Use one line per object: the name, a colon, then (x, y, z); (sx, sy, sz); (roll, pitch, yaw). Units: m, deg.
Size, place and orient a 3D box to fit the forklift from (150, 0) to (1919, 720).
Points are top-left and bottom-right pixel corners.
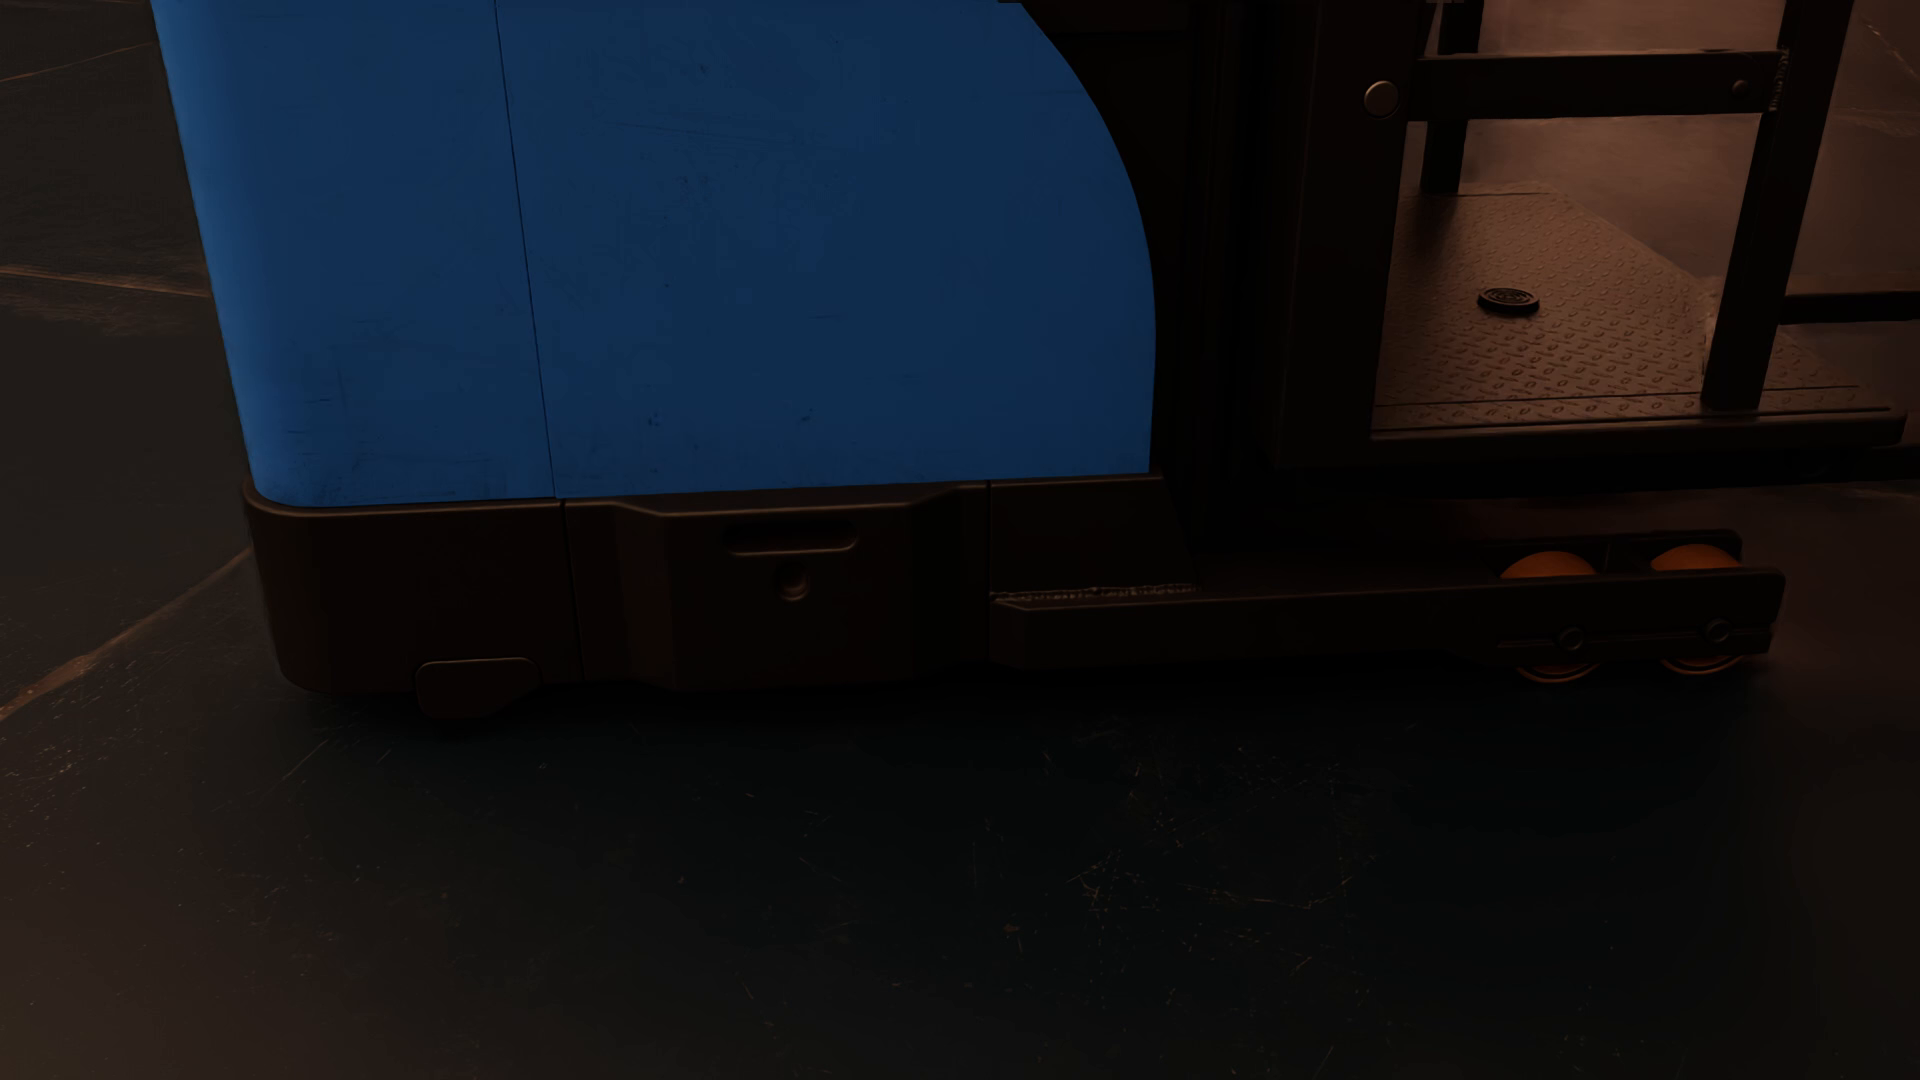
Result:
forklift: (0.623, -1.359, 1.938); (3.031, 2.935, 1.130); (-3, 27, -5)
